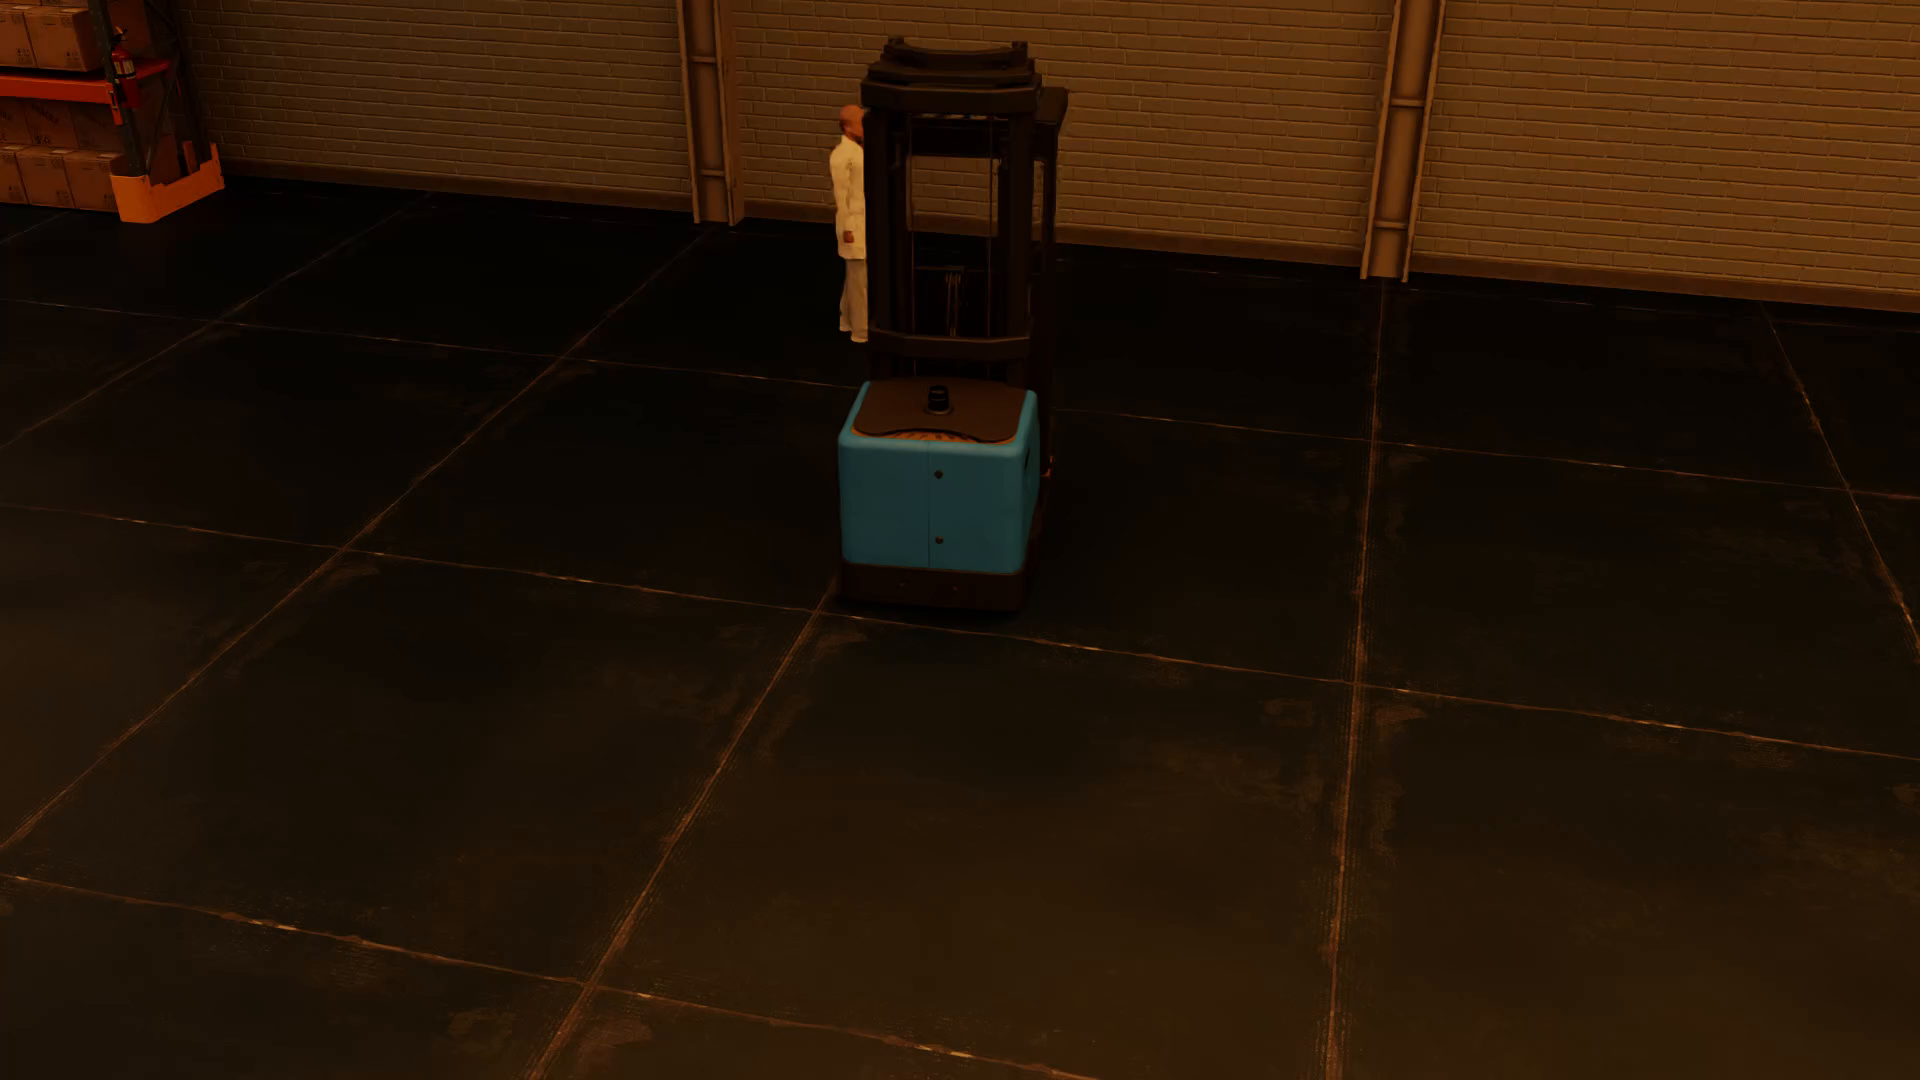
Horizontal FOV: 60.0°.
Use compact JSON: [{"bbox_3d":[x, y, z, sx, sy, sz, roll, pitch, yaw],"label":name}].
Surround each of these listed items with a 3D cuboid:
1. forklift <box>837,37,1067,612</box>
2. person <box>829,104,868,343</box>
[{"bbox_3d":[0.034,-1.579,9.958,1.130,2.935,3.031,4,30,7],"label":"forklift"},{"bbox_3d":[-0.696,-2.390,12.560,0.516,1.780,0.556,8,30,13],"label":"person"}]
